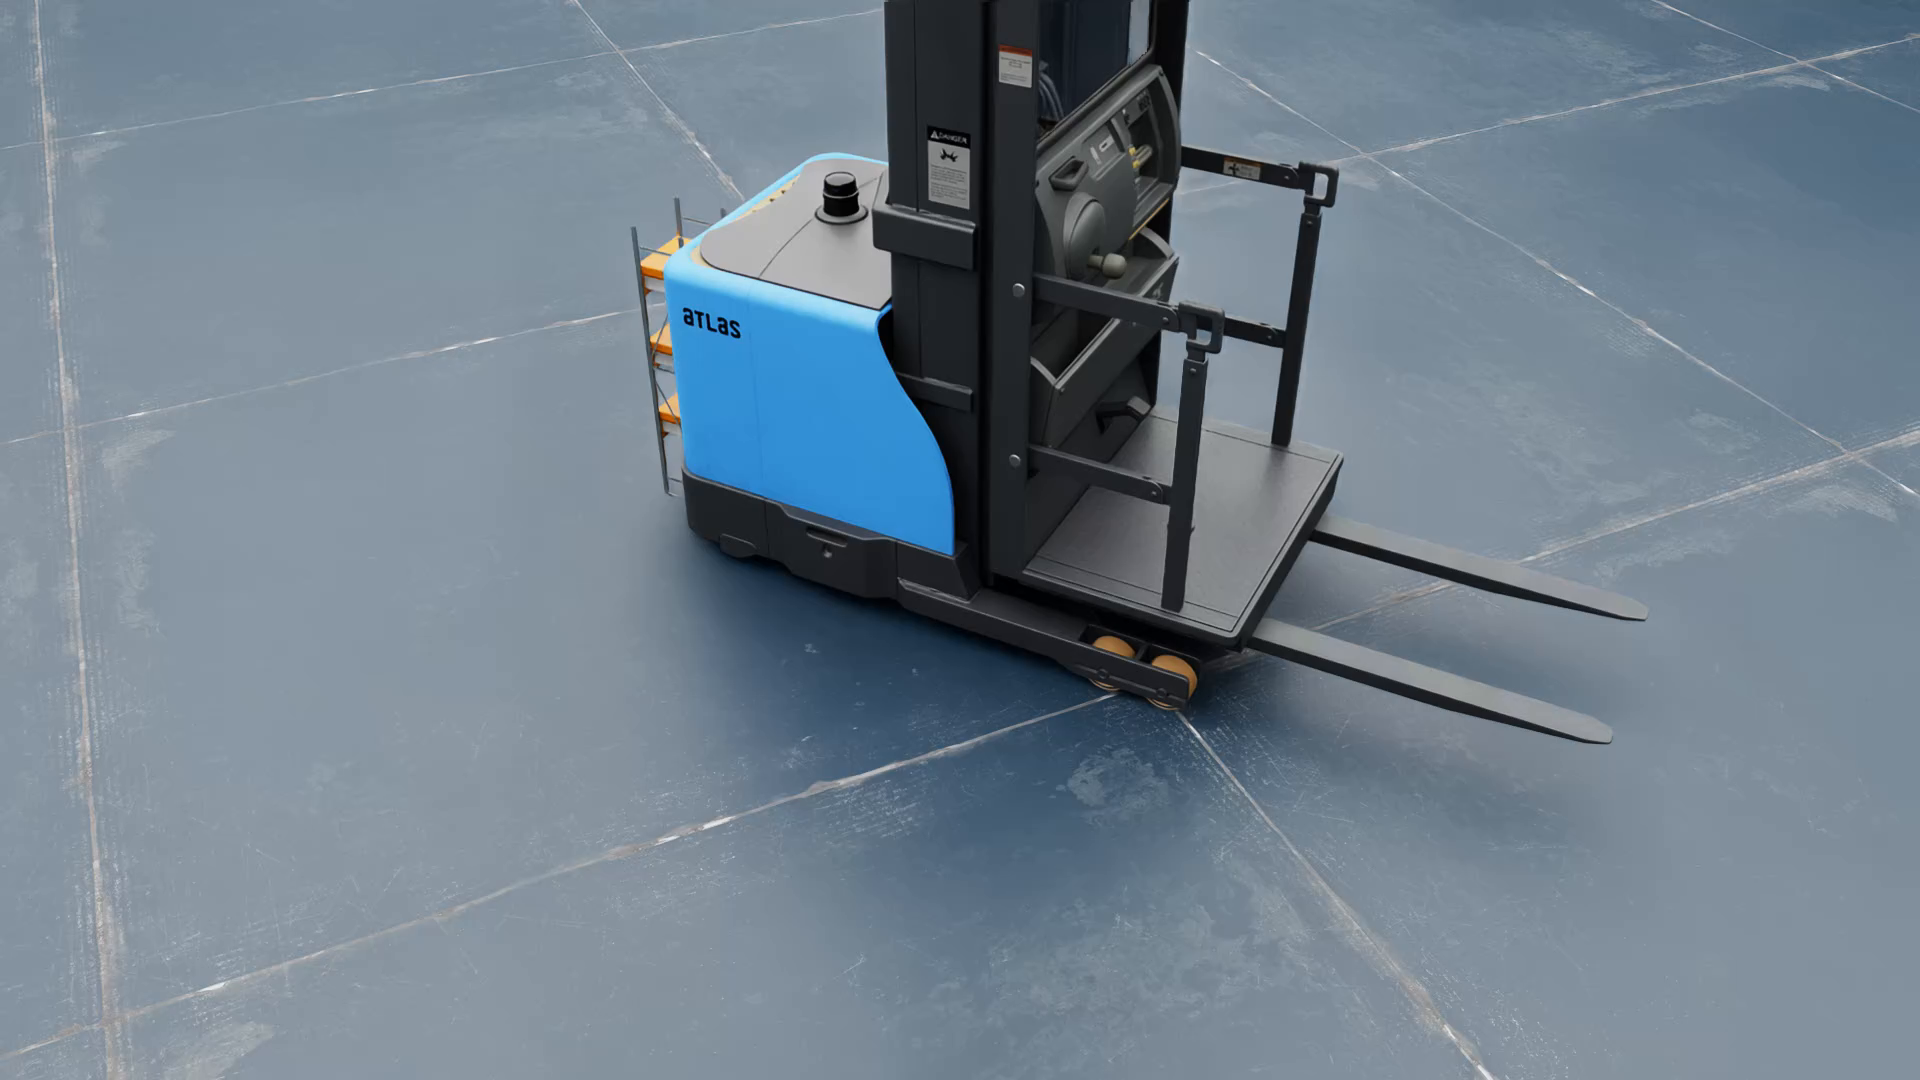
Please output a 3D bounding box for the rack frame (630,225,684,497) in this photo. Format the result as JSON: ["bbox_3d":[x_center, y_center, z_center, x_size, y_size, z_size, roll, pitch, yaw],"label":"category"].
[{"bbox_3d":[-0.969,-0.563,5.627,0.200,1.050,0.008,17,40,21],"label":"rack frame"}]

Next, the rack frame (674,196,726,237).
[{"bbox_3d":[-0.861,-0.693,5.803,0.200,1.050,0.008,17,40,21],"label":"rack frame"}]

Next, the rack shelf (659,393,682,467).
[{"bbox_3d":[-0.915,-0.396,5.887,0.215,0.259,0.240,17,40,21],"label":"rack shelf"}]

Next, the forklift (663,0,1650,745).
[{"bbox_3d":[0.614,-1.024,4.670,3.031,2.935,1.130,17,40,22],"label":"forklift"}]

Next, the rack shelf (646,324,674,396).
[{"bbox_3d":[-0.915,-0.619,5.721,0.215,0.259,0.240,17,40,21],"label":"rack shelf"}]

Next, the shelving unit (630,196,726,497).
[{"bbox_3d":[-0.915,-0.628,5.715,0.215,1.050,0.252,17,40,21],"label":"shelving unit"}]

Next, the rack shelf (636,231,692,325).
[{"bbox_3d":[-0.915,-0.847,5.552,0.215,0.259,0.240,17,40,21],"label":"rack shelf"}]
